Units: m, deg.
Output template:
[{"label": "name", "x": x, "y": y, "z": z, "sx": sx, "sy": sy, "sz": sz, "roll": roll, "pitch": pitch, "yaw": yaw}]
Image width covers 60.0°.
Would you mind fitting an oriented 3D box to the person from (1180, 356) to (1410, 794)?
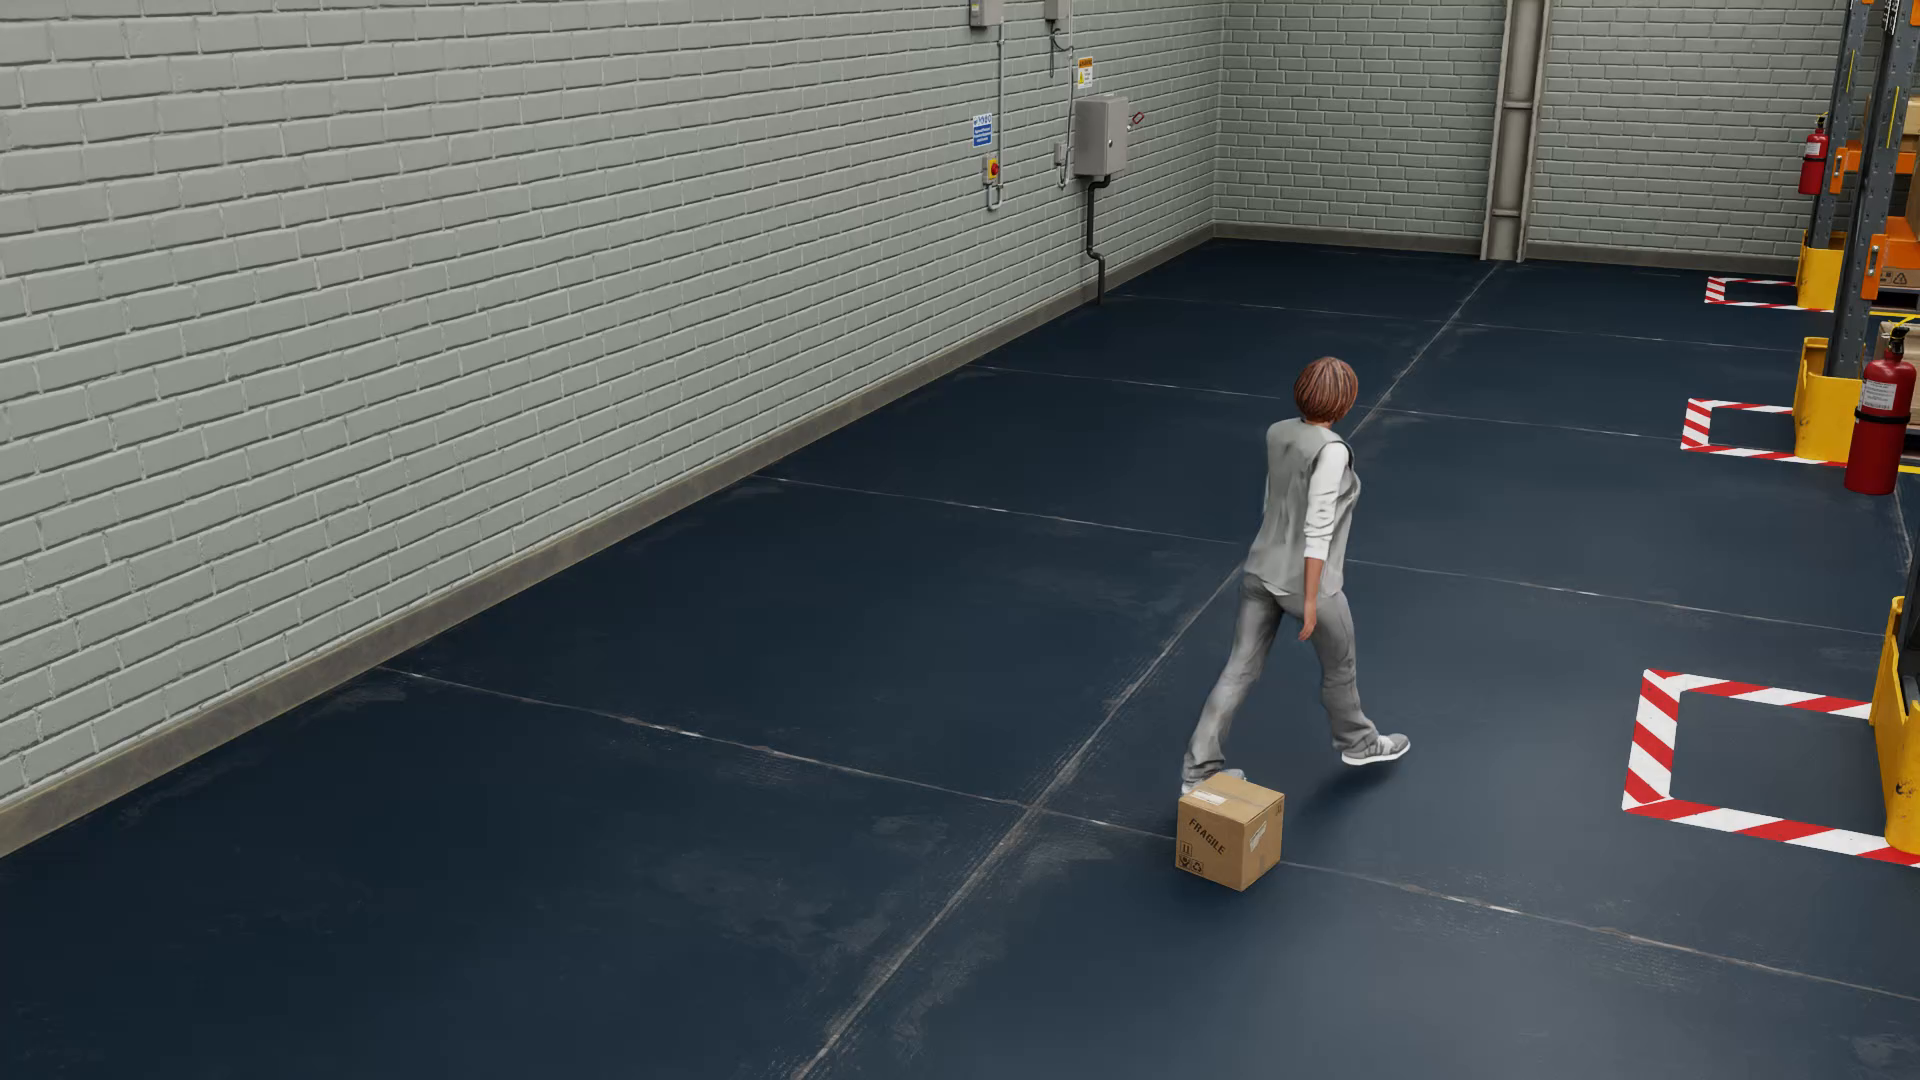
[{"label": "person", "x": 1.176, "y": 0.116, "z": 5.738, "sx": 0.971, "sy": 1.523, "sz": 0.445, "roll": -12, "pitch": 22, "yaw": -30}]
